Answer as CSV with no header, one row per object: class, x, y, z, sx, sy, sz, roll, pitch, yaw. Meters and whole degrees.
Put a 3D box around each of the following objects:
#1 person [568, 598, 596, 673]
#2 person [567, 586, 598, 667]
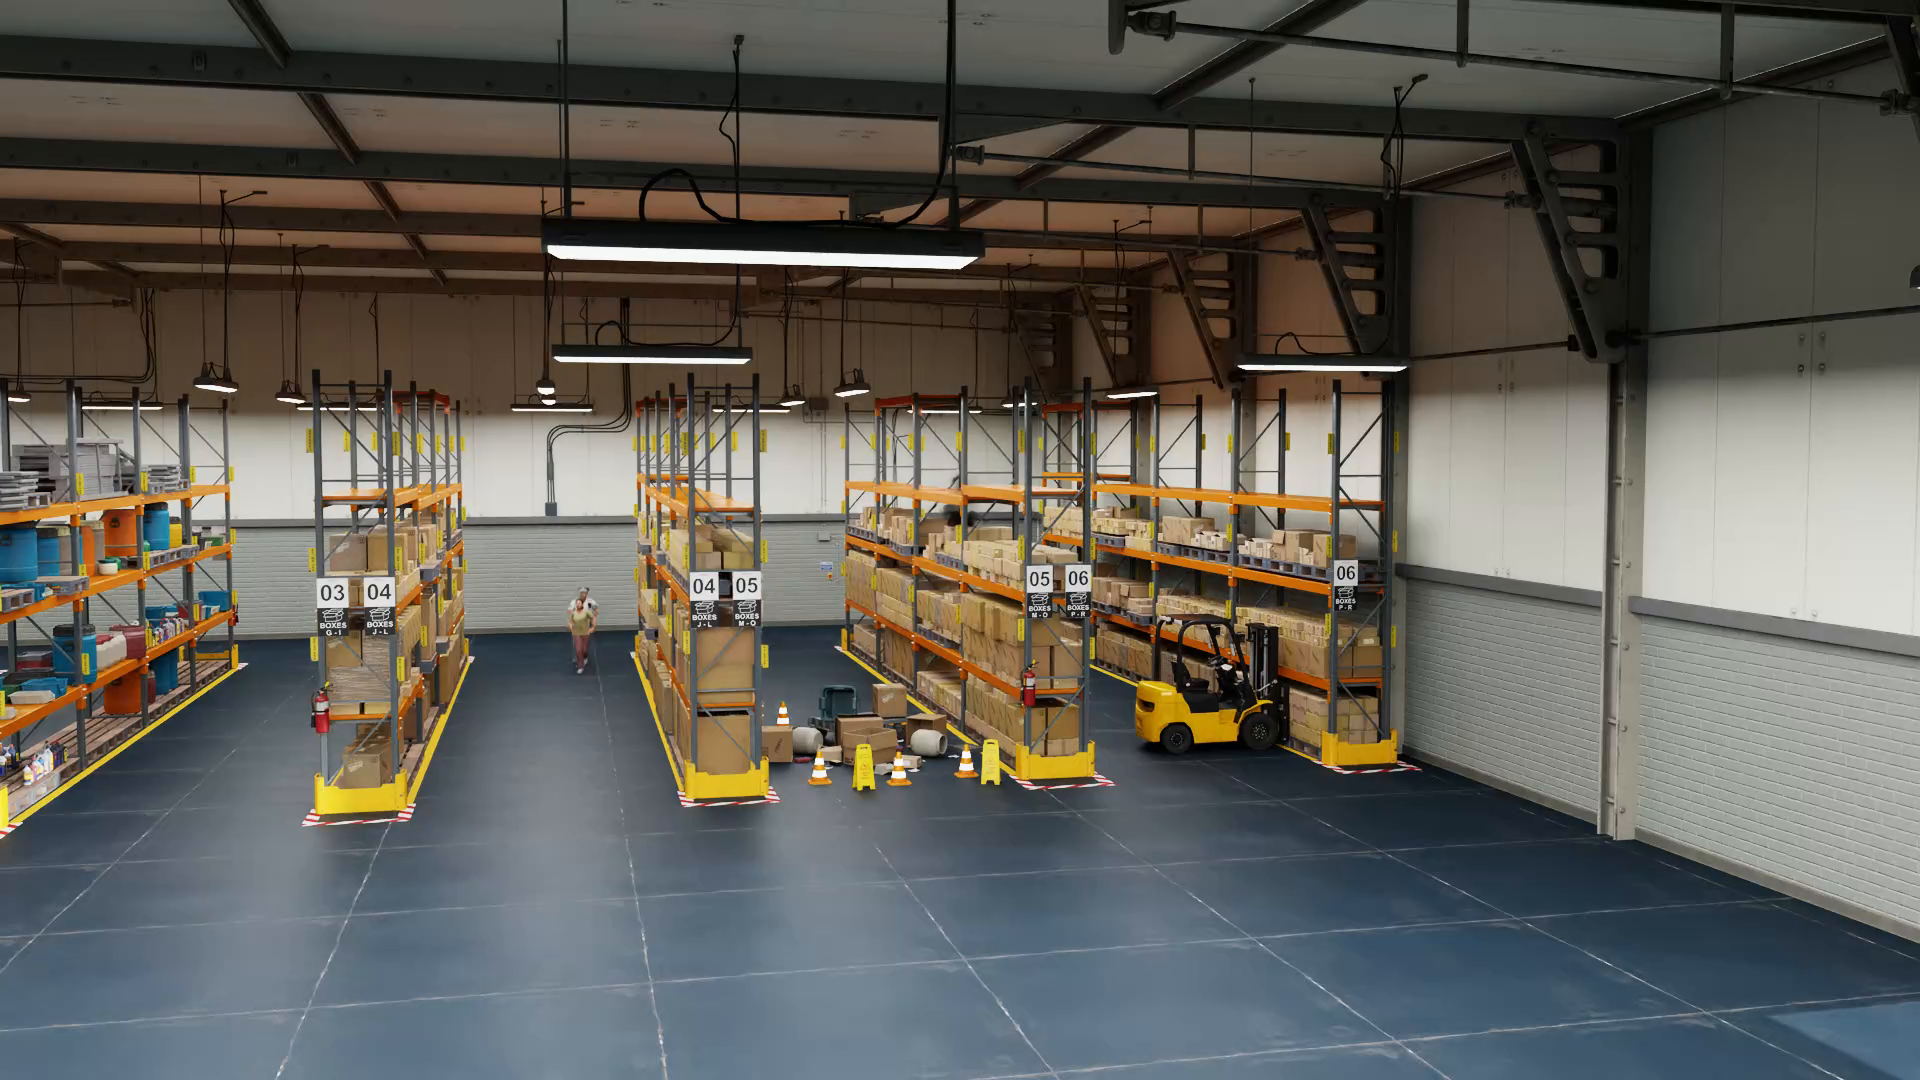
person,-8.296,2.093,36.496,0.593,1.643,0.617,0,3,-1
person,-8.547,1.964,37.647,0.658,1.858,0.754,0,3,-4
